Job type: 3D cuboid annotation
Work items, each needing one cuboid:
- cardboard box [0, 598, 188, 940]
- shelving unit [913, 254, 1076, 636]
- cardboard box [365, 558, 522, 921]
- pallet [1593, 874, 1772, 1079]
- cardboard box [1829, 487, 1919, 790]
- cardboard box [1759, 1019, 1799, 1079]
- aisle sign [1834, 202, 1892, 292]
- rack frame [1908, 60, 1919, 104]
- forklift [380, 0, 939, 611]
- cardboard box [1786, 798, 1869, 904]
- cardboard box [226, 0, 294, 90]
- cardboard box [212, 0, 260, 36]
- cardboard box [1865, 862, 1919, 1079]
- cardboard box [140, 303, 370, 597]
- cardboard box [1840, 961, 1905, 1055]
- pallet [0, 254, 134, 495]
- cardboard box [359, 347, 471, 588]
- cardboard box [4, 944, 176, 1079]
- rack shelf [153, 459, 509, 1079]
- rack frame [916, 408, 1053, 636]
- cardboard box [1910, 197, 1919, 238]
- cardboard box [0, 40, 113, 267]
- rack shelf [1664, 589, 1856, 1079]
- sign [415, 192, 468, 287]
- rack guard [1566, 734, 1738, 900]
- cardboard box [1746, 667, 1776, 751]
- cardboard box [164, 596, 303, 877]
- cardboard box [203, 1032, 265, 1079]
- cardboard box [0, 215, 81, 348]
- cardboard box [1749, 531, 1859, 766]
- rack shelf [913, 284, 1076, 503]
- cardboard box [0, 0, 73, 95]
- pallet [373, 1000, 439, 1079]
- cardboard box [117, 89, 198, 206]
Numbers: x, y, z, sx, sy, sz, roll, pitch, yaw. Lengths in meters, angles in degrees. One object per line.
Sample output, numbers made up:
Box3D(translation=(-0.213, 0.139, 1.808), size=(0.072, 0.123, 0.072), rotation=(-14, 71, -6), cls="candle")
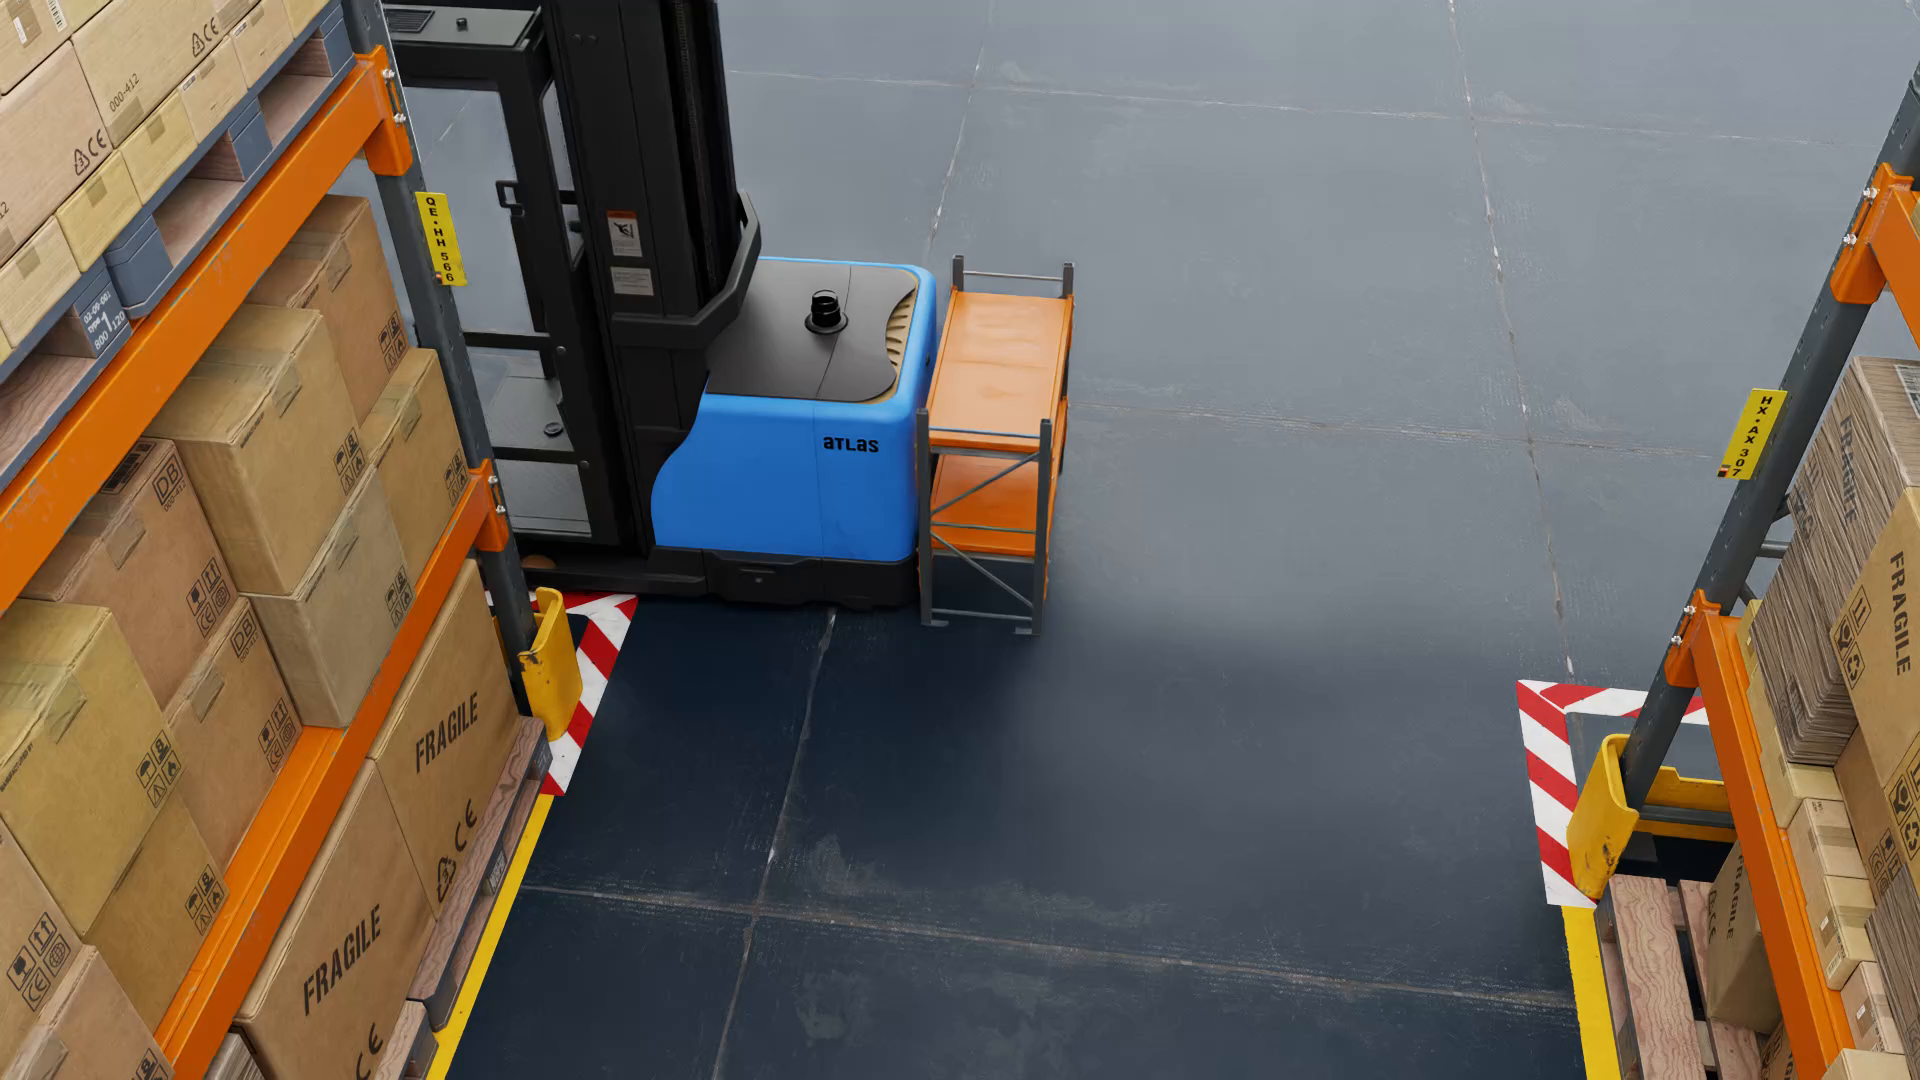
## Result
Box3D(translation=(-2.318, 0.473, 3.675), size=(0.875, 0.550, 0.500), rotation=(5, 44, 6), cls="cardboard box")
Box3D(translation=(0.154, -0.392, 6.846), size=(0.538, 1.125, 1.048), rotation=(5, 44, 5), cls="shelving unit")
Box3D(translation=(-2.123, 0.631, 5.641), size=(0.875, 0.875, 0.875), rotation=(5, 44, 6), cls="cardboard box")
Box3D(translation=(2.651, 1.679, 5.323), size=(1.003, 0.211, 1.213), rotation=(5, 44, 6), cls="pallet")
Box3D(translation=(2.388, 0.247, 3.791), size=(0.500, 0.500, 0.500), rotation=(5, 44, 6), cls="cardboard box")
Box3D(translation=(2.660, 1.654, 4.834), size=(0.500, 0.500, 0.500), rotation=(16, 46, 16), cls="cardboard box")
Box3D(translation=(2.515, -0.949, 4.180), size=(0.394, 0.787, 0.004), rotation=(5, 44, 6), cls="aisle sign")
Box3D(translation=(2.804, -2.114, 2.938), size=(1.000, 3.000, 0.127), rotation=(5, 44, 6), cls="rack frame")
Box3D(translation=(-1.636, -1.198, 6.383), size=(3.031, 2.935, 1.130), rotation=(4, 44, 4), cls="forklift")
Box3D(translation=(2.417, 0.838, 4.366), size=(0.380, 0.149, 0.250), rotation=(5, 44, 6), cls="cardboard box")
Box3D(translation=(-1.841, -1.213, 3.973), size=(0.380, 0.149, 0.250), rotation=(6, 44, 6), cls="cardboard box")
Box3D(translation=(-1.887, -1.428, 3.910), size=(0.500, 0.250, 0.500), rotation=(6, 44, 6), cls="cardboard box")
Box3D(translation=(2.648, 0.981, 3.744), size=(0.875, 0.500, 0.500), rotation=(5, 44, 6), cls="cardboard box")
Box3D(translation=(-2.168, -0.270, 4.459), size=(0.875, 0.550, 0.550), rotation=(5, 44, 6), cls="cardboard box")
Box3D(translation=(2.371, 1.180, 4.005), size=(0.380, 0.149, 0.250), rotation=(5, 44, 6), cls="cardboard box")
Box3D(translation=(-2.346, -0.172, 3.133), size=(1.003, 0.211, 1.213), rotation=(5, 44, 6), cls="pallet")
Box3D(translation=(-2.103, -0.253, 5.227), size=(0.875, 0.550, 0.550), rotation=(5, 44, 6), cls="cardboard box")
Box3D(translation=(-2.353, 1.229, 3.661), size=(0.875, 0.550, 0.550), rotation=(5, 44, 6), cls="cardboard box")
Box3D(translation=(-2.364, 1.169, 4.357), size=(1.077, 0.370, 4.000), rotation=(5, 44, 6), cls="rack shelf")
Box3D(translation=(0.089, -0.045, 6.480), size=(0.500, 1.125, 0.032), rotation=(5, 44, 5), cls="rack frame")
Box3D(translation=(2.484, -0.666, 3.699), size=(0.500, 0.250, 0.500), rotation=(6, 44, 7), cls="cardboard box")
Box3D(translation=(-2.021, -0.745, 3.189), size=(0.500, 0.250, 0.500), rotation=(5, 44, 5), cls="cardboard box")
Box3D(translation=(2.539, 1.688, 3.809), size=(1.077, 0.370, 4.000), rotation=(5, 44, 6), cls="rack shelf")
Box3D(translation=(-1.563, -0.903, 5.008), size=(0.100, 0.325, 0.005), rotation=(5, 44, 6), cls="sign")
Box3D(translation=(2.794, 1.023, 5.806), size=(1.175, 0.500, 0.348), rotation=(5, 44, 6), cls="rack guard")
Box3D(translation=(2.478, 0.496, 4.727), size=(0.380, 0.149, 0.250), rotation=(5, 44, 6), cls="cardboard box")
Box3D(translation=(-2.353, 0.494, 4.438), size=(0.875, 0.550, 0.550), rotation=(5, 44, 6), cls="cardboard box")
Box3D(translation=(-2.360, 1.852, 4.352), size=(0.875, 0.875, 0.875), rotation=(6, 44, 6), cls="cardboard box")
Box3D(translation=(-1.976, -0.519, 3.240), size=(0.380, 0.149, 0.250), rotation=(6, 44, 6), cls="cardboard box")
Box3D(translation=(2.704, 0.292, 4.471), size=(0.875, 0.500, 0.500), rotation=(5, 44, 6), cls="cardboard box")
Box3D(translation=(0.154, -0.604, 6.644), size=(0.538, 0.278, 1.000), rotation=(5, 44, 5), cls="rack shelf")
Box3D(translation=(-1.943, -0.980, 3.147), size=(0.380, 0.149, 0.250), rotation=(5, 44, 6), cls="cardboard box")
Box3D(translation=(-2.291, 1.938, 5.050), size=(1.003, 0.211, 1.213), rotation=(5, 44, 6), cls="pallet")
Box3D(translation=(-1.909, -0.866, 3.606), size=(0.380, 0.149, 0.250), rotation=(6, 44, 6), cls="cardboard box")
